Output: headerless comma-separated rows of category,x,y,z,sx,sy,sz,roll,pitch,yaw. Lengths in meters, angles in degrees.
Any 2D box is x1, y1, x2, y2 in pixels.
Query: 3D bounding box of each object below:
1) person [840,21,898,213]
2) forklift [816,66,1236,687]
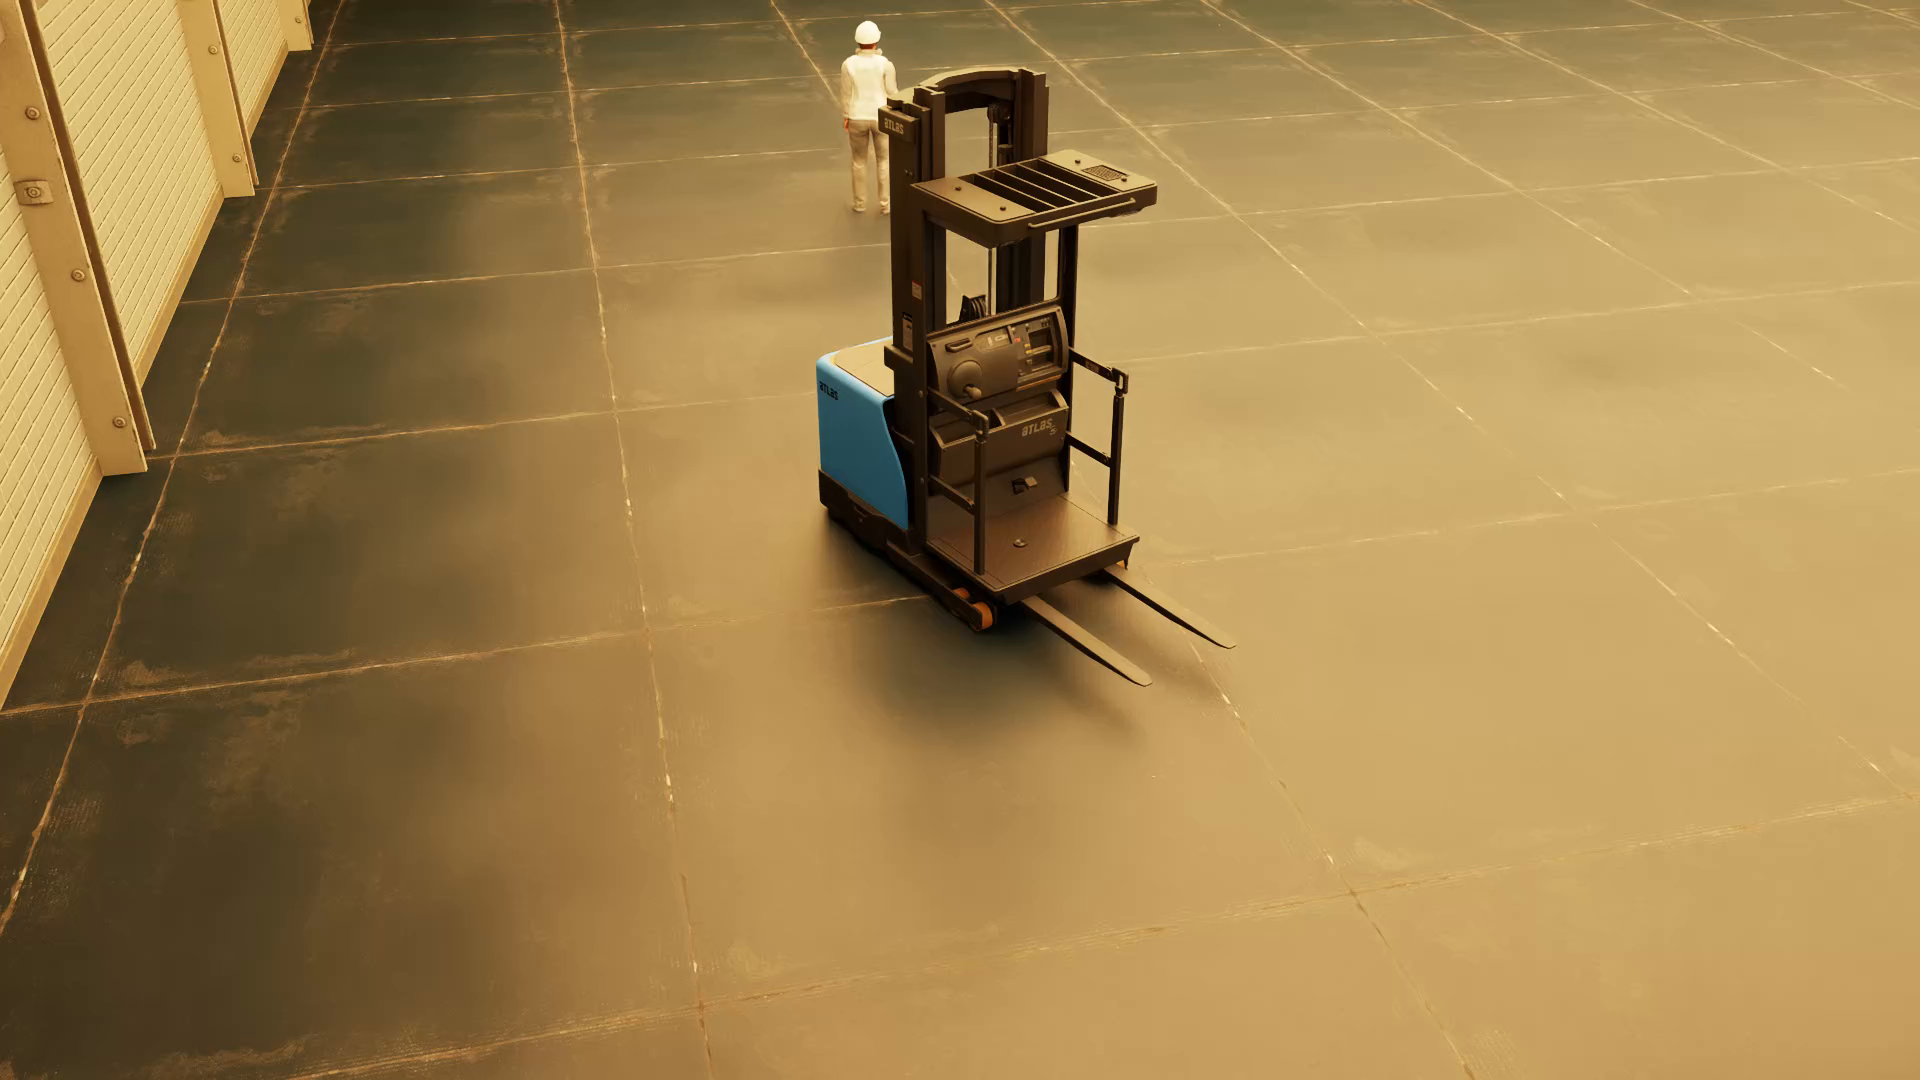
person,-0.839,-3.952,15.558,0.533,1.776,0.358,2,30,3
forklift,0.355,-1.021,9.338,1.130,2.935,3.031,-20,35,-30
